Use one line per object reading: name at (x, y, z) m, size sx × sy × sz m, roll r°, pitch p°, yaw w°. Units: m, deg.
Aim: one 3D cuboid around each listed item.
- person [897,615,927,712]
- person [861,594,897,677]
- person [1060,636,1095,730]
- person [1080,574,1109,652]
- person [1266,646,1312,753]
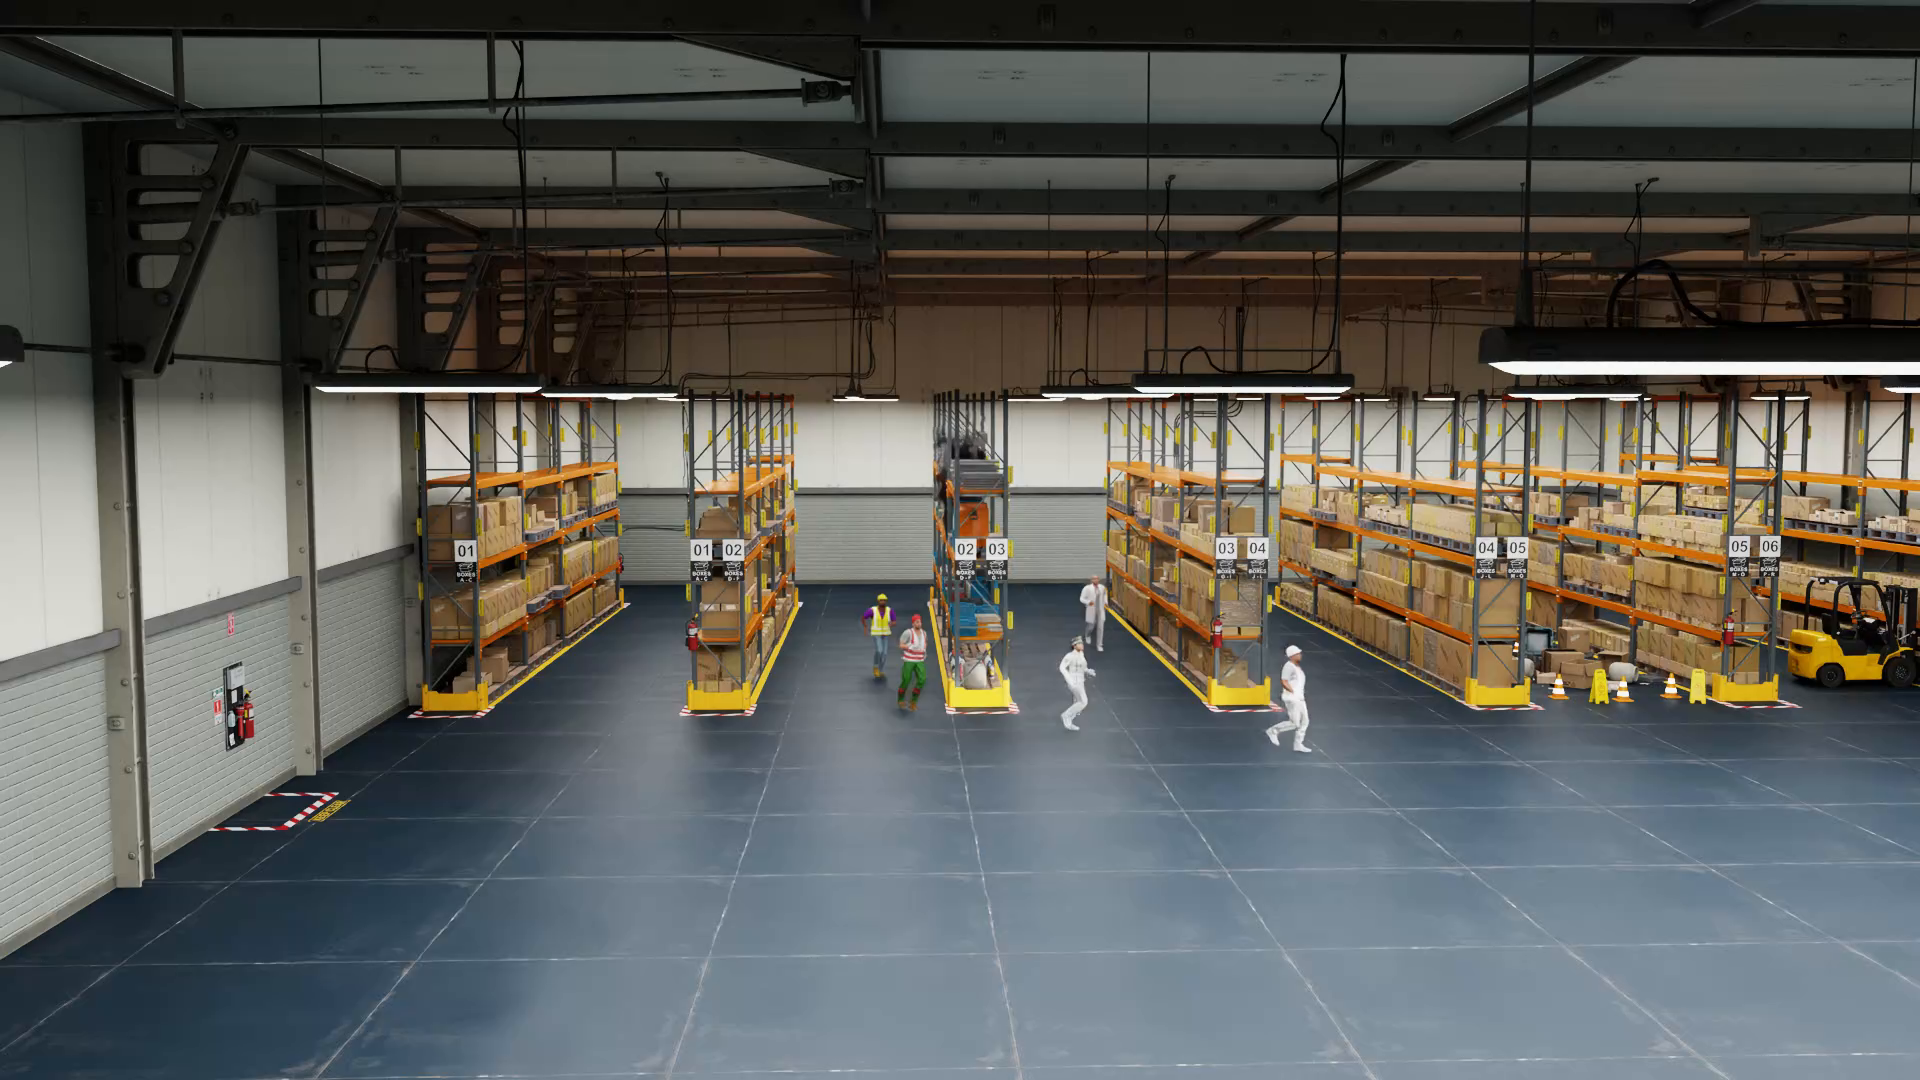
person at (-0.843, 2.307, 31.172) m, size 0.652 × 1.824 × 0.729 m, roll -2°, pitch 5°, yaw -27°
person at (-1.650, 1.999, 34.836) m, size 0.692 × 1.741 × 0.660 m, roll -2°, pitch 5°, yaw -21°
person at (2.095, 2.508, 29.223) m, size 0.549 × 1.666 × 0.598 m, roll 3°, pitch 5°, yaw 28°
person at (3.144, 1.674, 38.717) m, size 0.714 × 1.764 × 1.024 m, roll -1°, pitch 5°, yaw -13°
person at (5.446, 2.617, 27.442) m, size 0.752 × 1.757 × 0.685 m, roll 2°, pitch 5°, yaw 25°
